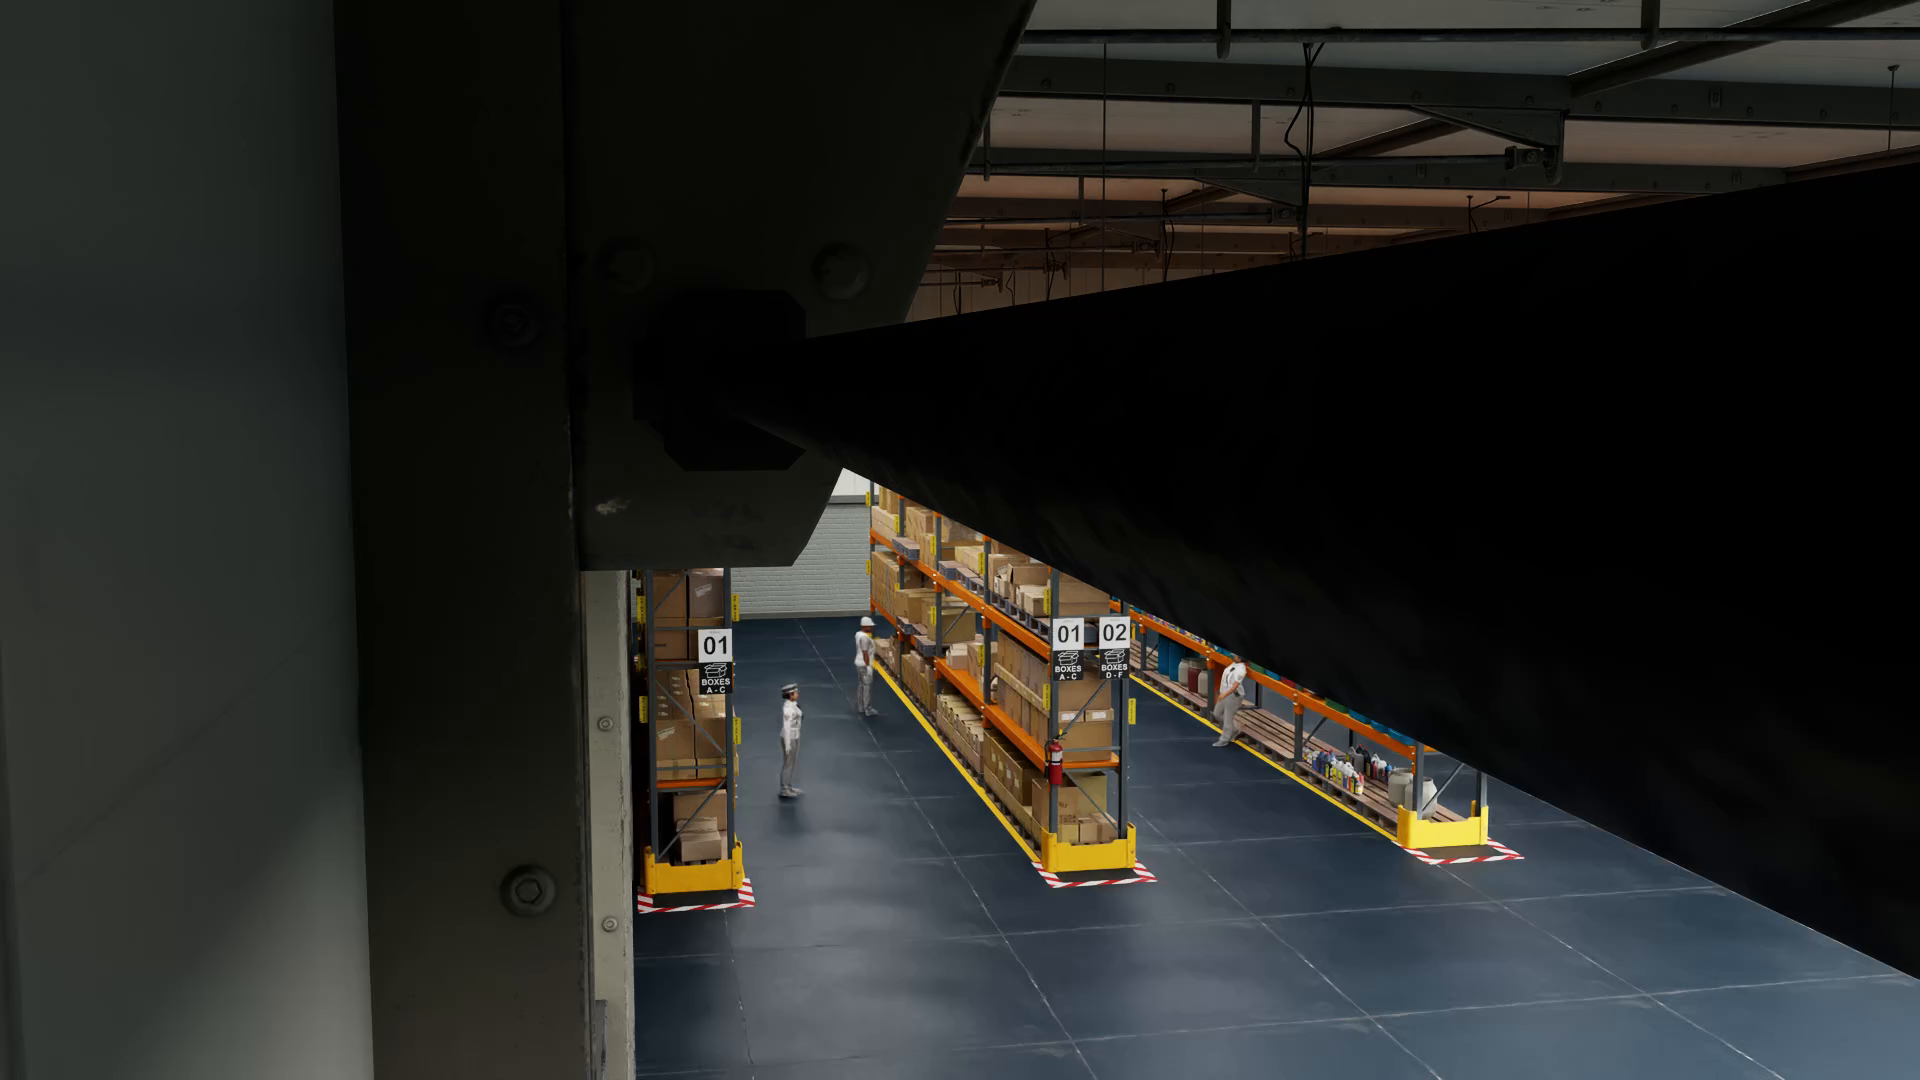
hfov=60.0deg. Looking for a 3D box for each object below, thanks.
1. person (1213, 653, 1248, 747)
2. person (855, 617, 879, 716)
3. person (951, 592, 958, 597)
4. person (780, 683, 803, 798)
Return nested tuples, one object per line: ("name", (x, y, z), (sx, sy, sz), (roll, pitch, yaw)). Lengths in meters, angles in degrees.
("person", (4.478, 2.621, 27.784), (0.592, 1.630, 0.566), (-2, 6, -20))
("person", (-1.691, 2.281, 30.208), (0.414, 1.787, 0.622), (-1, 6, -14))
("person", (0.020, 1.187, 41.342), (0.483, 1.687, 0.539), (-4, 7, -33))
("person", (-2.486, 2.941, 24.511), (0.334, 1.689, 0.579), (0, 6, 1))
